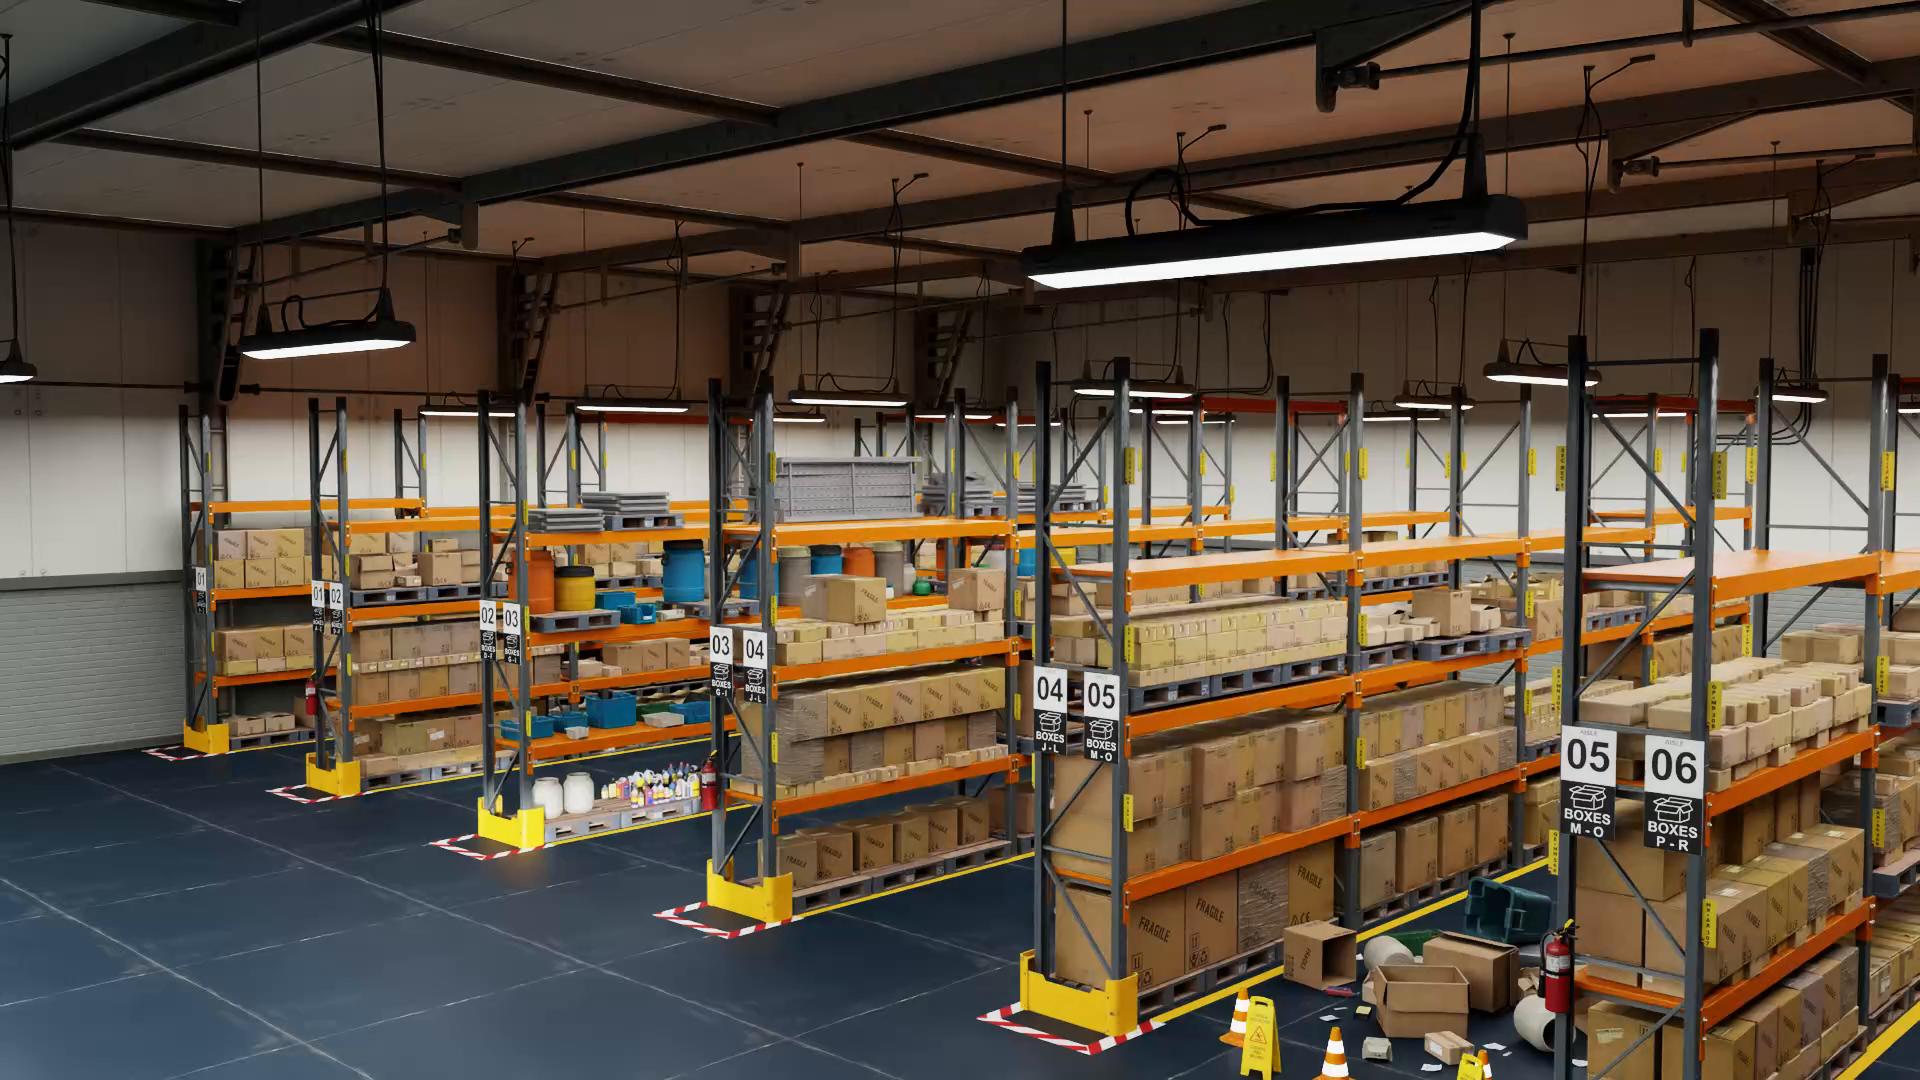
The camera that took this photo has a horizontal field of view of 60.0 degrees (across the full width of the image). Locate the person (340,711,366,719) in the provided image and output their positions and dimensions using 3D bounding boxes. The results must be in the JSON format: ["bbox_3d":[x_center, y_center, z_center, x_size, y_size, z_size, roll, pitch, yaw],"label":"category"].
[{"bbox_3d":[-10.246,2.920,28.114,0.332,1.660,0.505,3,4,44],"label":"person"}]

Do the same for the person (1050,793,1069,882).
[{"bbox_3d":[1.192,3.340,18.698,0.393,1.715,0.549,1,3,22],"label":"person"}]

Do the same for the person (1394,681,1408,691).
[{"bbox_3d":[6.862,2.960,26.105,0.414,1.682,0.550,1,3,17],"label":"person"}]
